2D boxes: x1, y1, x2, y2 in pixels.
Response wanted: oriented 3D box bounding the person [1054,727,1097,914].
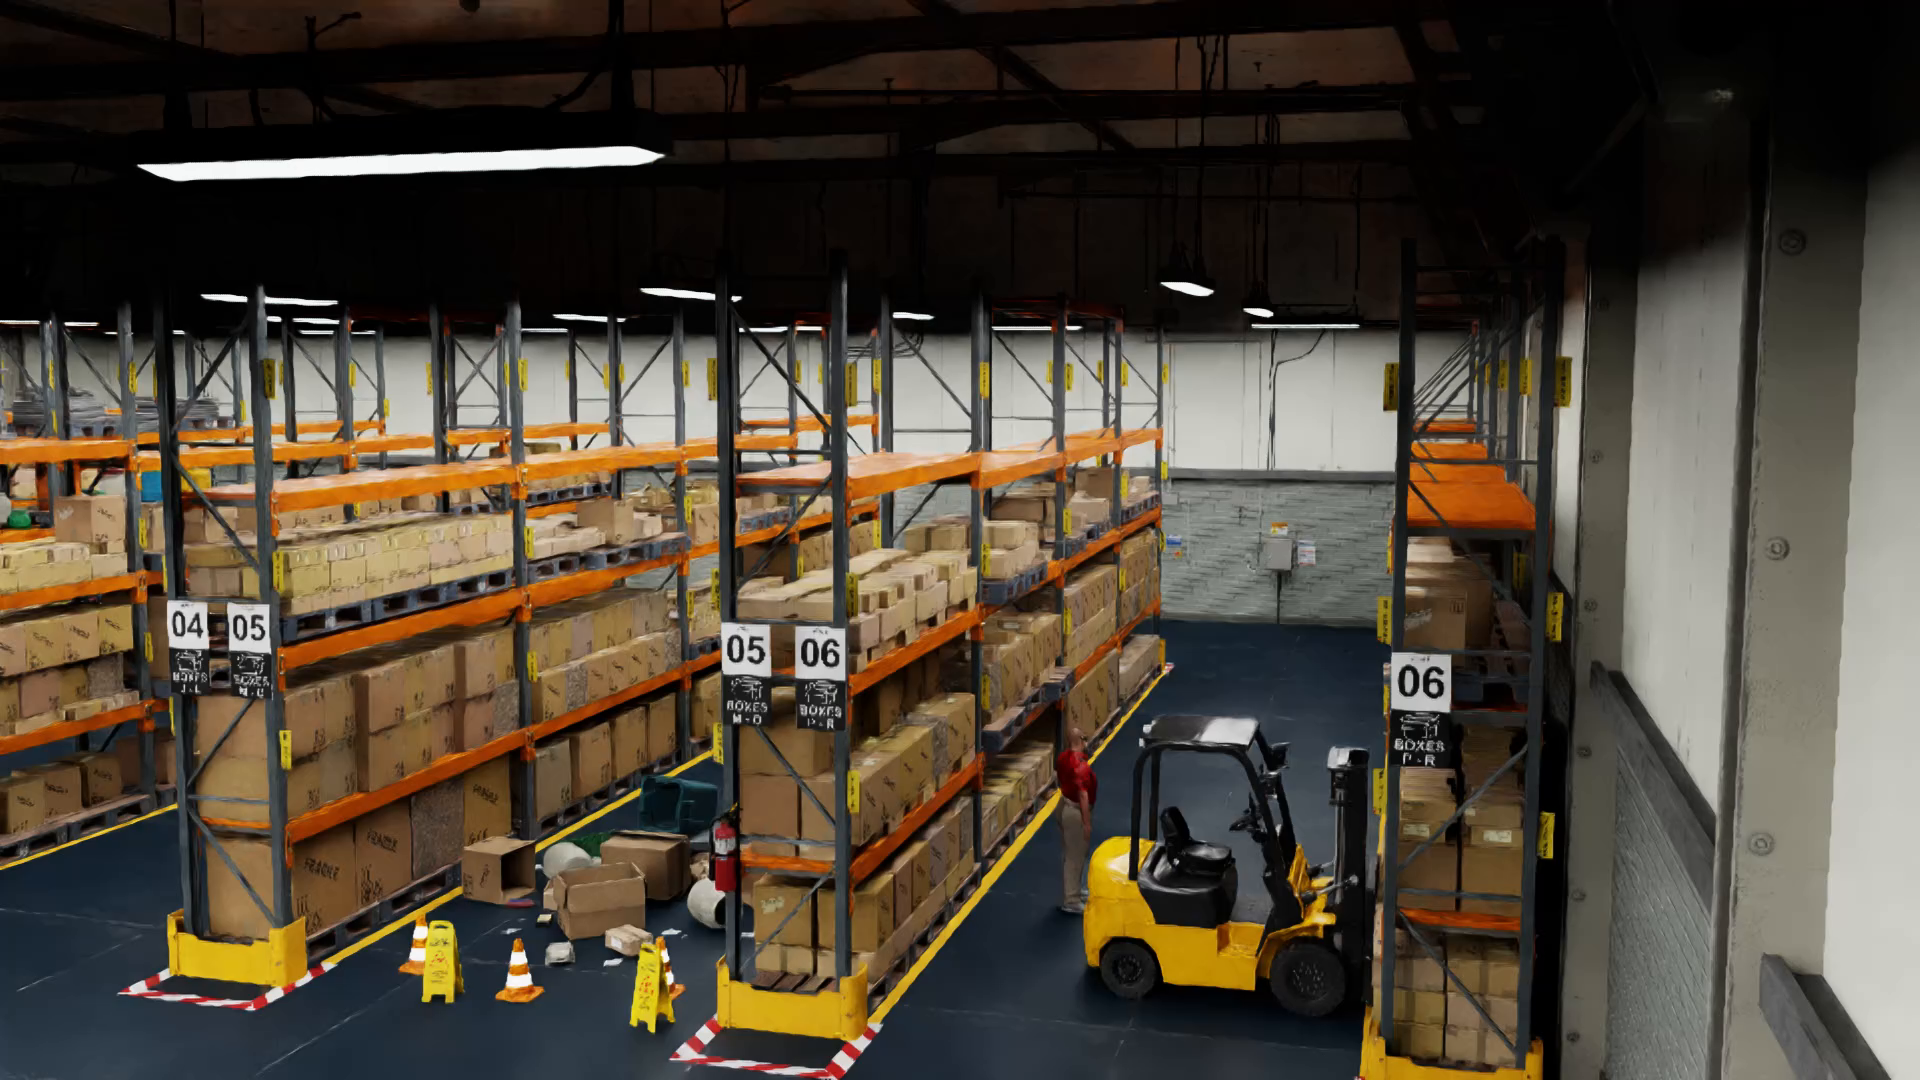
[{"bbox_3d":[1.144,2.632,15.767,0.449,1.733,0.558,-2,6,-16],"label":"person"}]
